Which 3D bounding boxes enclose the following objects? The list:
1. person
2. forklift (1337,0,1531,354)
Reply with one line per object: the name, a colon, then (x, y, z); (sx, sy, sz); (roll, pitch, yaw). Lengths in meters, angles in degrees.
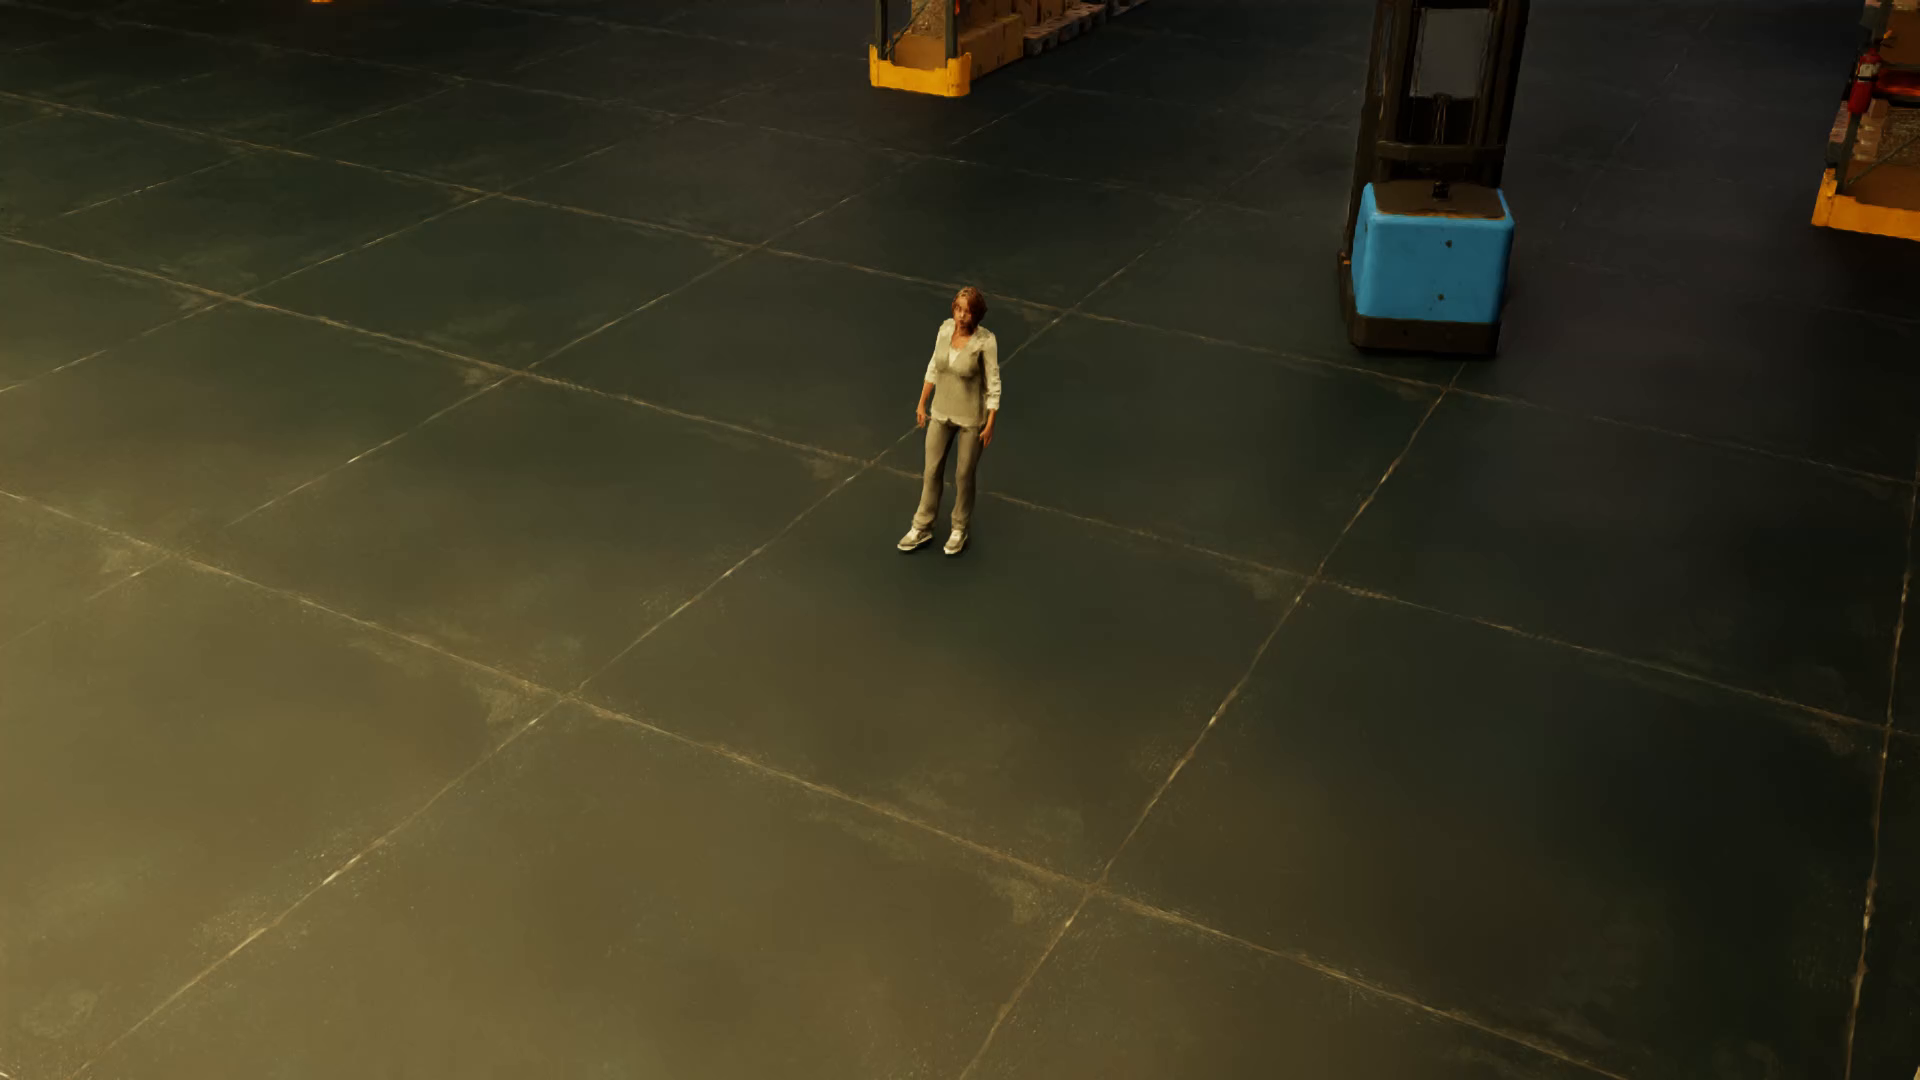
person: (-0.048, -0.669, 9.550); (0.521, 1.597, 0.474); (15, 33, 25)
forklift: (3.665, -3.352, 12.878); (1.130, 2.935, 3.031); (4, 30, 8)
